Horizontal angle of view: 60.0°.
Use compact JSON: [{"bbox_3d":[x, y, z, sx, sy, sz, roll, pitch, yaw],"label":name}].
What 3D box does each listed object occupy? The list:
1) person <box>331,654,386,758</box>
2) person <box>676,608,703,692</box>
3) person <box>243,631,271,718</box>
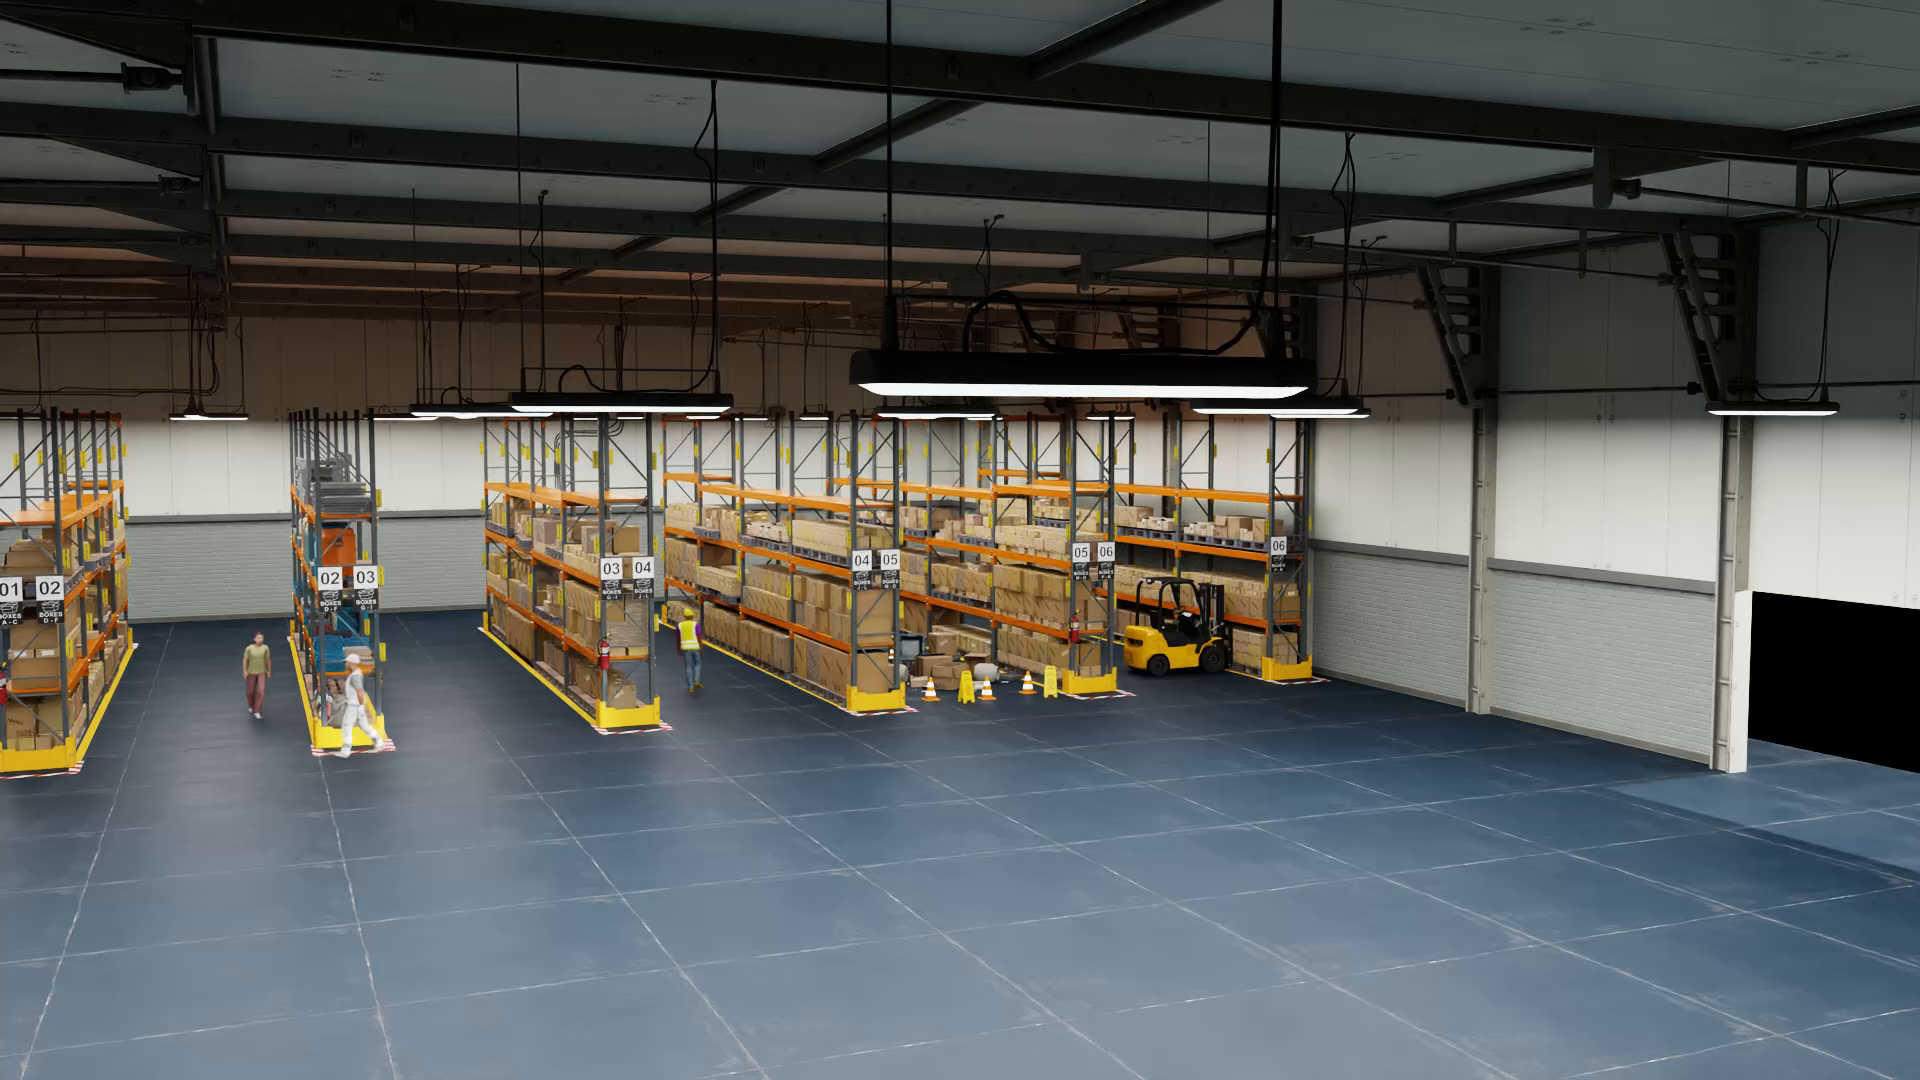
[{"bbox_3d":[-10.377,2.844,28.642,0.865,1.777,0.549,-1,4,-15],"label":"person"},{"bbox_3d":[-5.782,2.342,35.522,0.567,1.744,0.529,-1,4,-11],"label":"person"},{"bbox_3d":[-13.783,2.637,32.618,0.522,1.686,0.715,-2,5,-29],"label":"person"}]
